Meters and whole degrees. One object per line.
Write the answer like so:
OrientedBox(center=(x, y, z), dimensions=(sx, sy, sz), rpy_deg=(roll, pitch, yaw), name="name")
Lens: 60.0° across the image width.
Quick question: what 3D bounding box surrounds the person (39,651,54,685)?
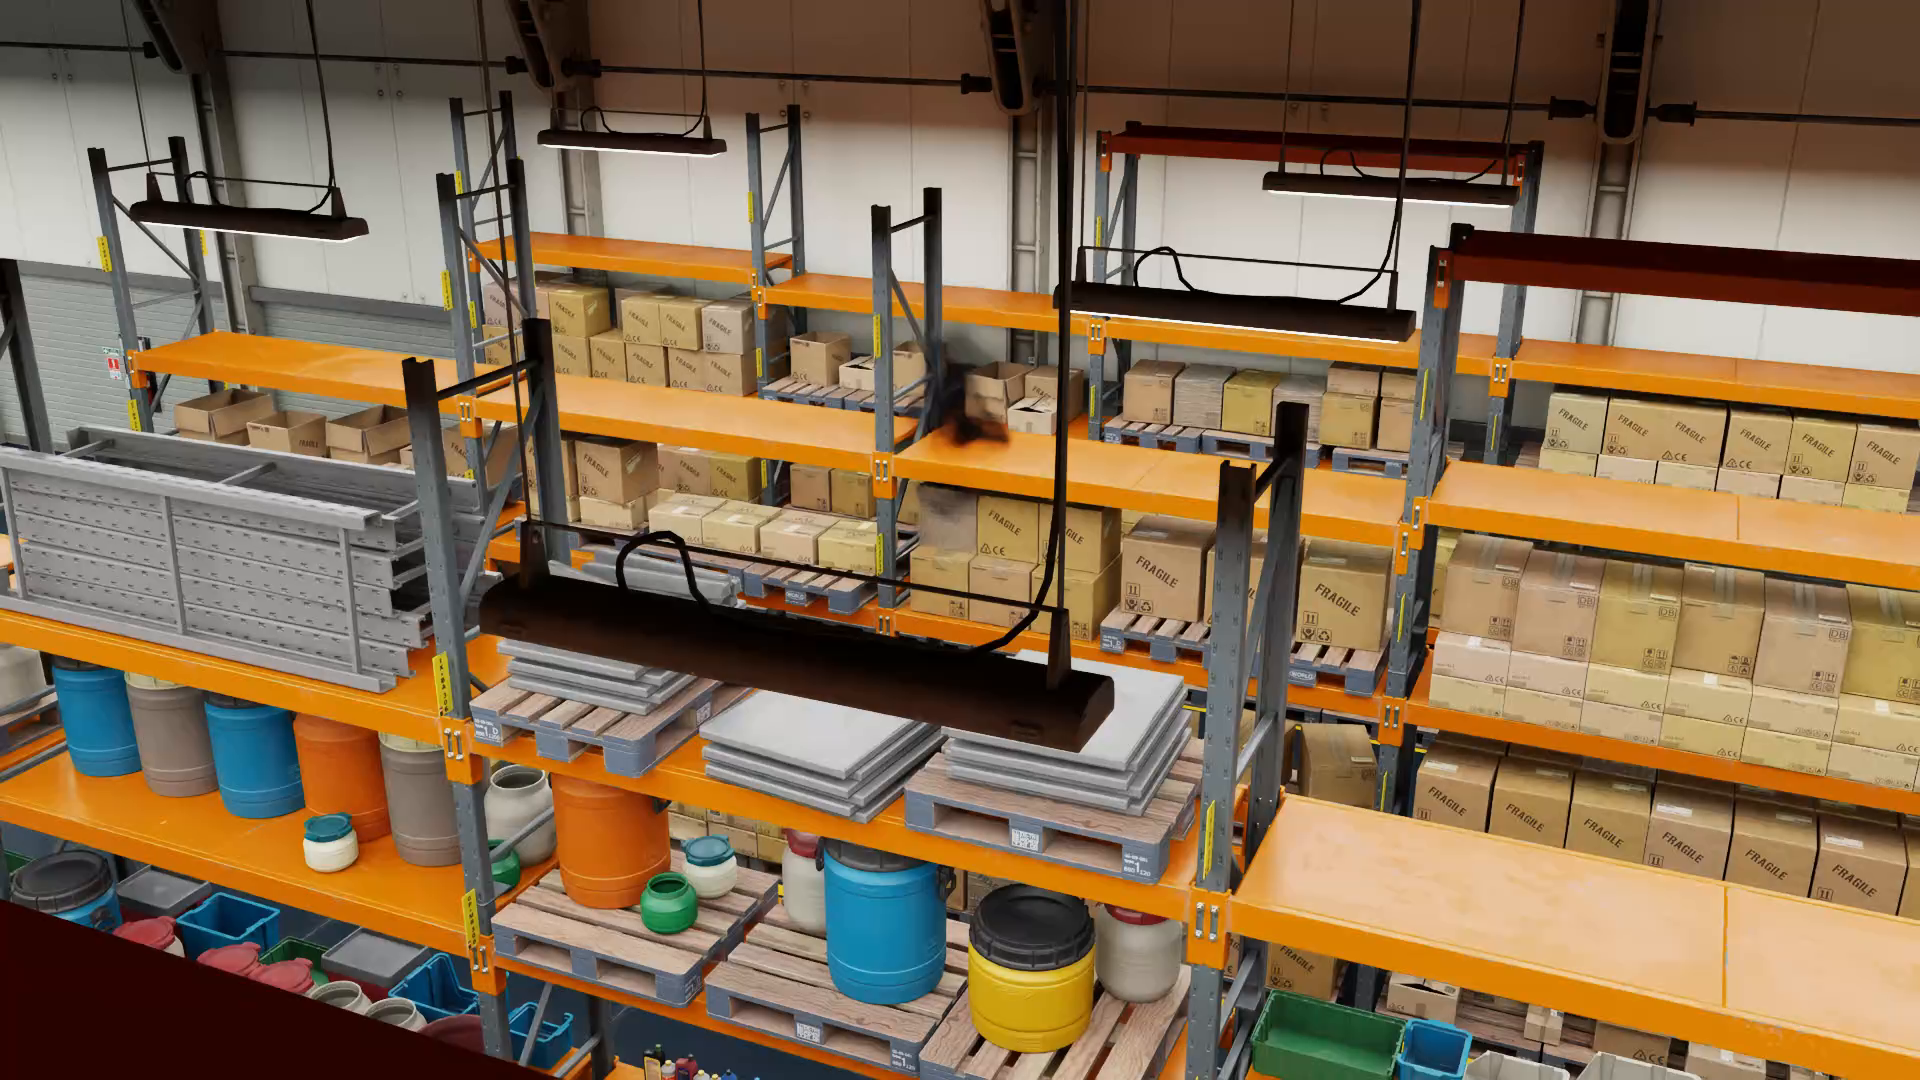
OrientedBox(center=(-9.550, 0.943, 17.694), dimensions=(0.887, 1.828, 0.733), rpy_deg=(-19, 27, -40), name="person")
